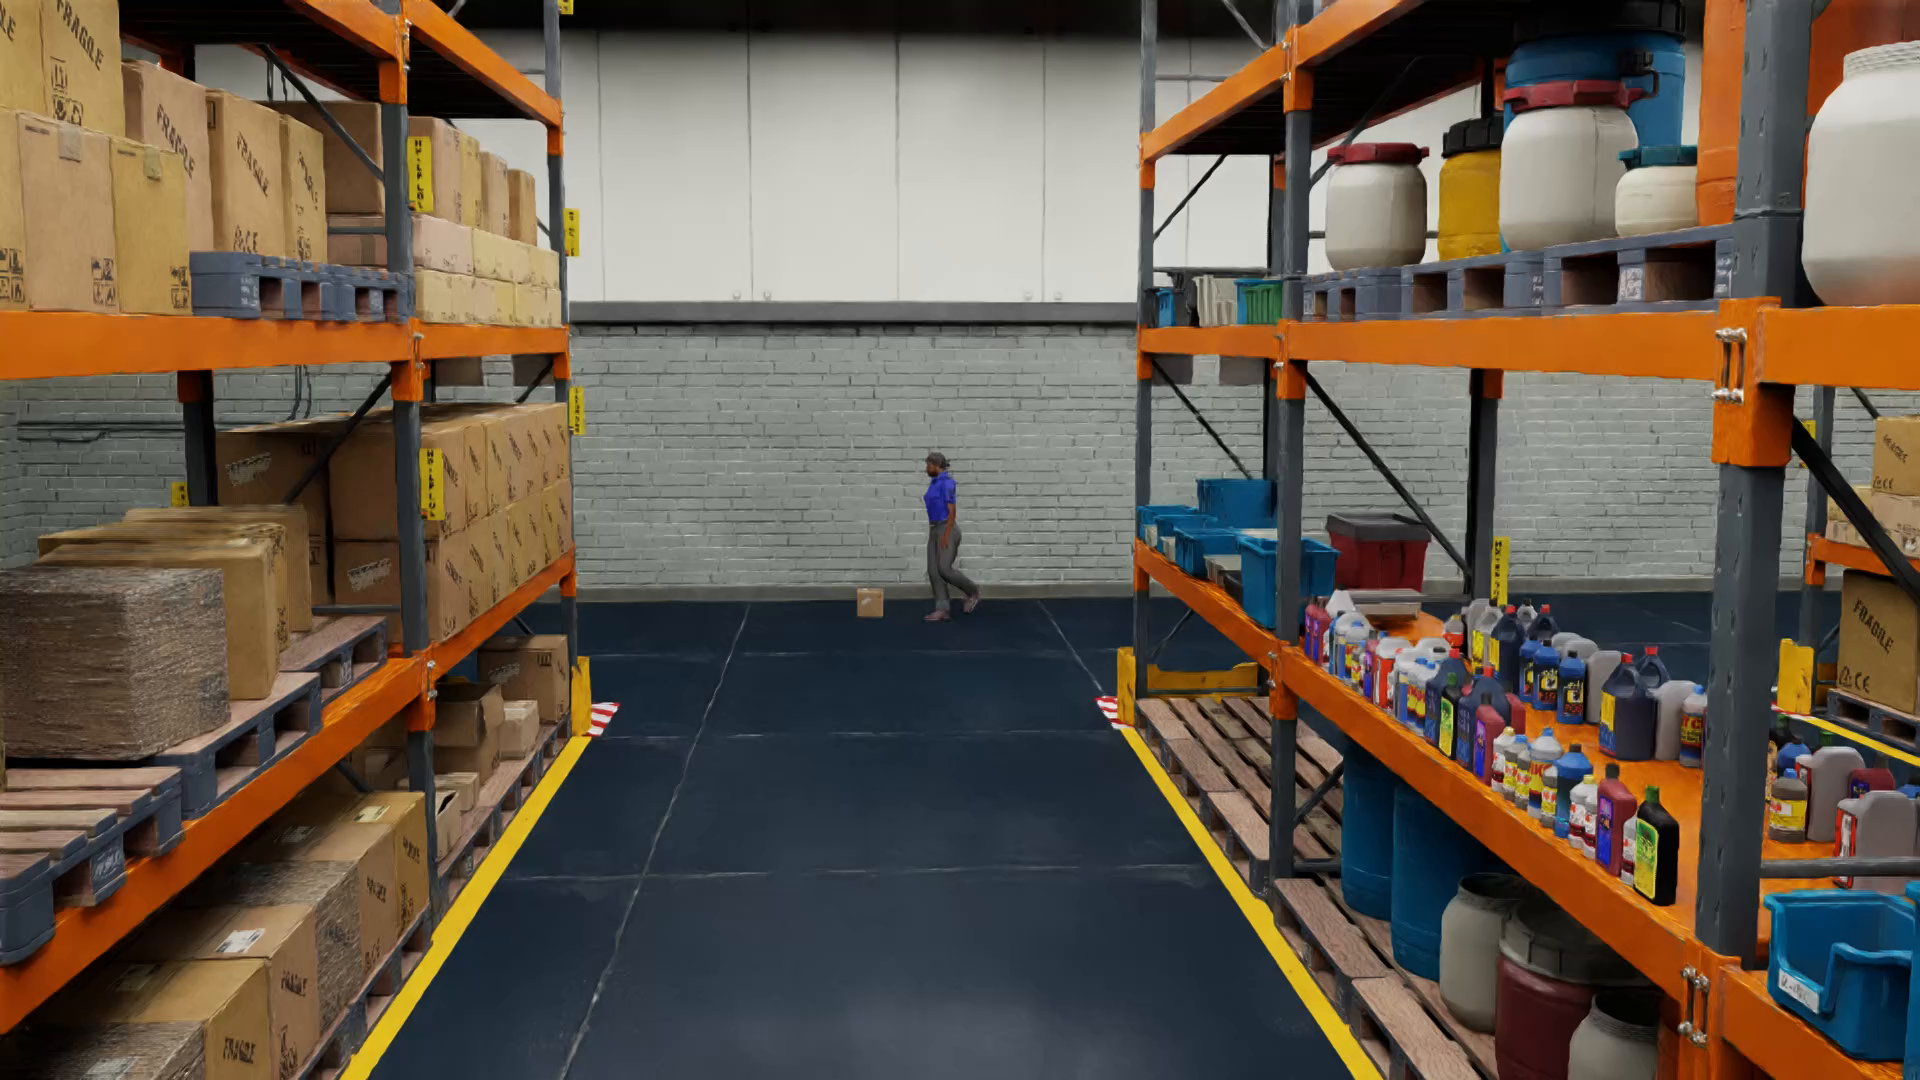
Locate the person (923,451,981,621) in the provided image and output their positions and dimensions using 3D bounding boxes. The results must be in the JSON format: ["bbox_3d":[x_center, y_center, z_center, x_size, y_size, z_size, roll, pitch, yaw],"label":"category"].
[{"bbox_3d":[-0.126,-0.047,16.239,0.622,1.629,0.504,-4,8,-29],"label":"person"}]
